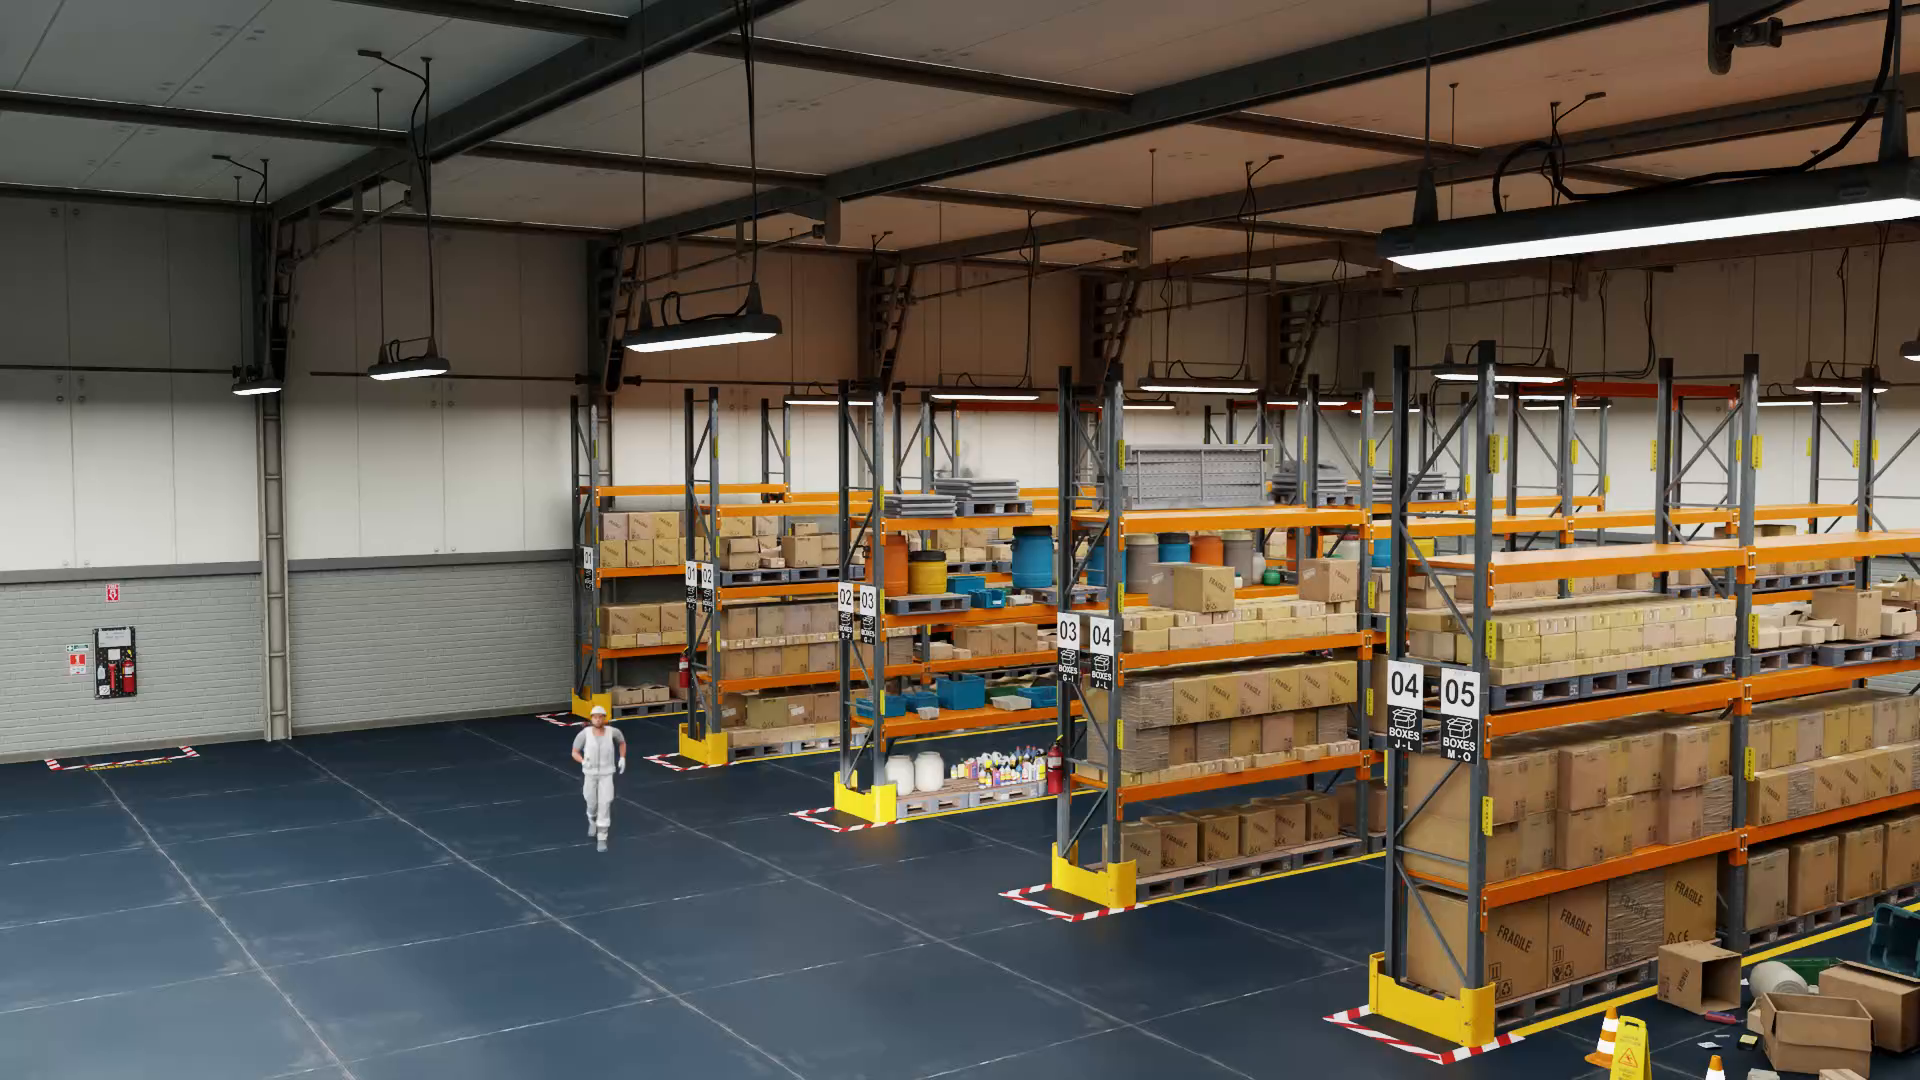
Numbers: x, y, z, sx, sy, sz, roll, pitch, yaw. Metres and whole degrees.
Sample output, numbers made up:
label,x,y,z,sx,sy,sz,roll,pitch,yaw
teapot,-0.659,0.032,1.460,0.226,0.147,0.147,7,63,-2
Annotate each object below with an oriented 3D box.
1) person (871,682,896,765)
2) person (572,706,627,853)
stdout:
label,x,y,z,sx,sy,sz,roll,pitch,yaw
person,-1.105,2.895,24.902,0.529,1.555,0.544,3,5,41
person,-4.586,2.994,21.158,0.685,1.801,0.872,-1,4,-11
